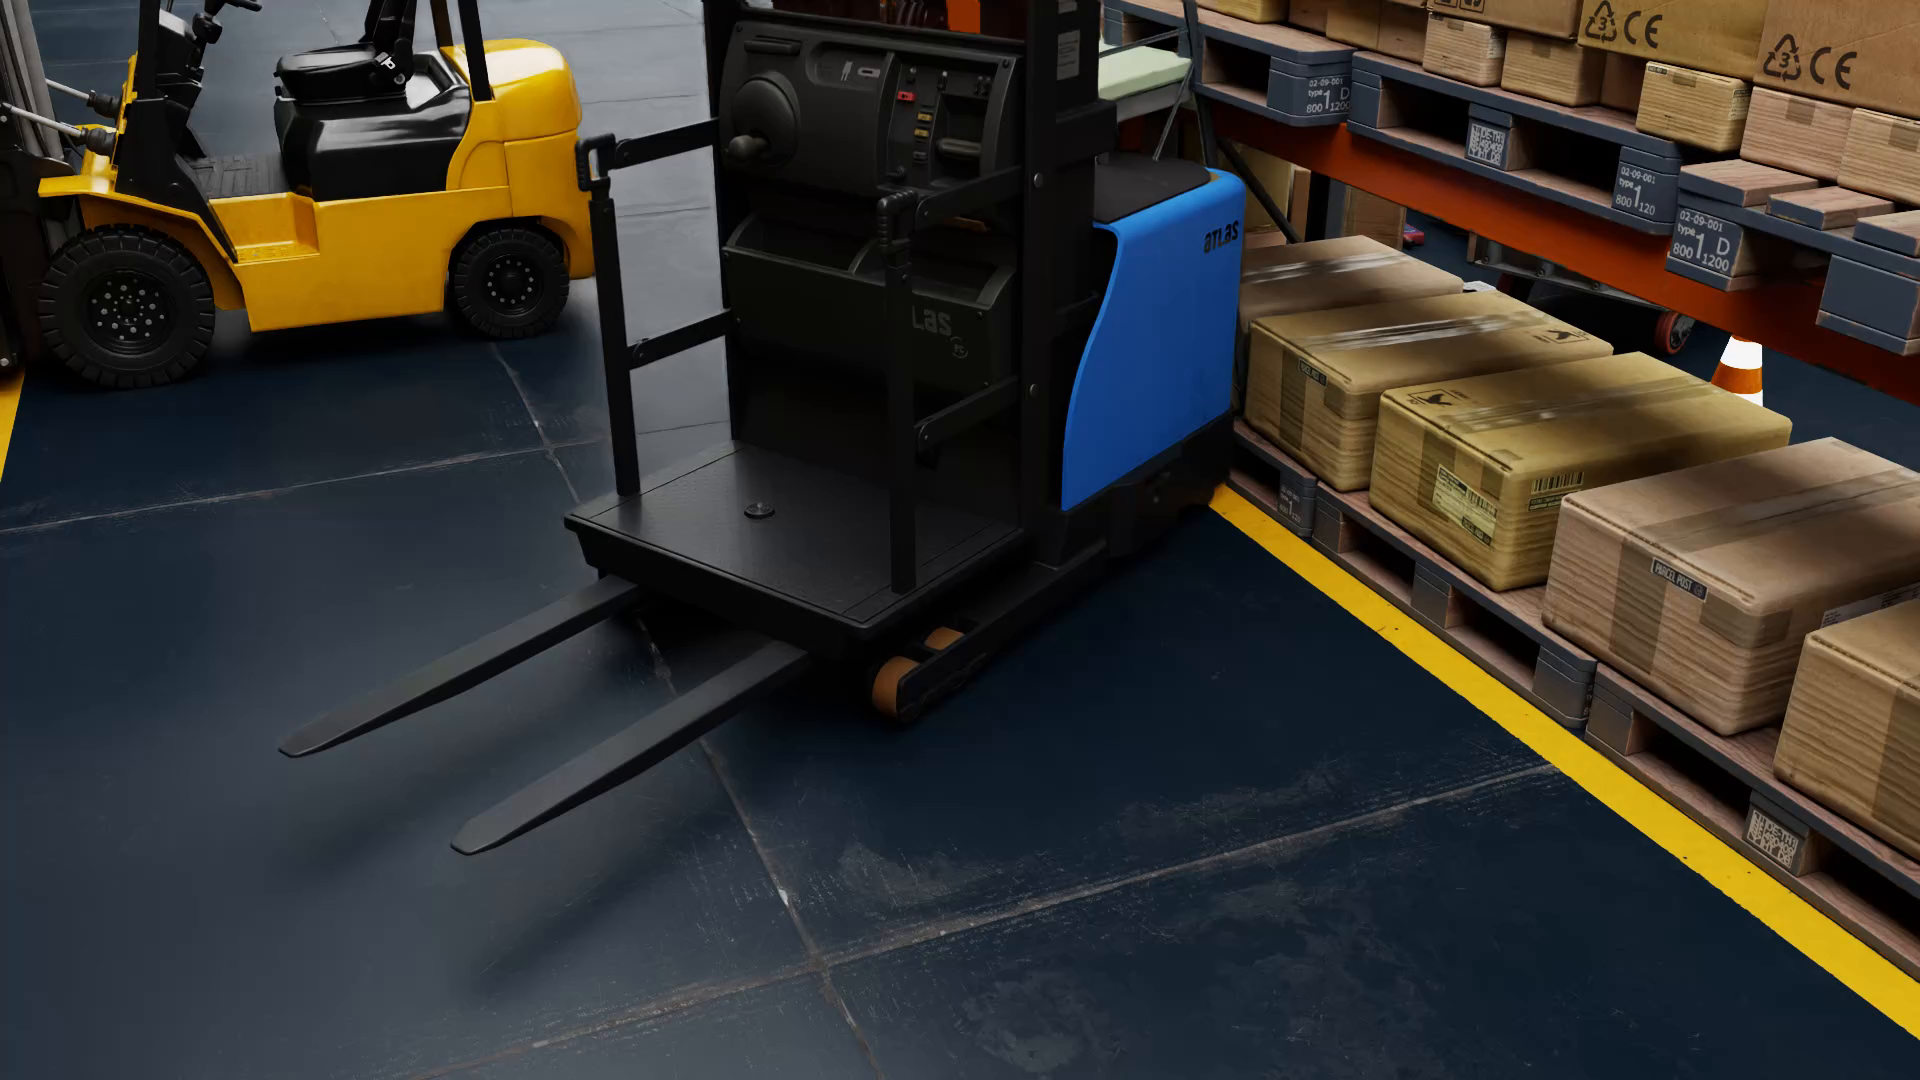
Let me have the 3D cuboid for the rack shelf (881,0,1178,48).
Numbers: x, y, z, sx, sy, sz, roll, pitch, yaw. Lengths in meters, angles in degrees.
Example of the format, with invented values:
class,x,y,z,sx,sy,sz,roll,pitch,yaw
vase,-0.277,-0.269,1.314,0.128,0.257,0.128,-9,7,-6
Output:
class,x,y,z,sx,sy,sz,roll,pitch,yaw
rack shelf,0.218,-2.477,7.724,1.077,0.370,4.000,-11,28,-21

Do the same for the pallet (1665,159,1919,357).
class,x,y,z,sx,sy,sz,roll,pitch,yaw
pallet,2.191,-0.561,3.199,1.213,0.211,1.003,-11,28,-21

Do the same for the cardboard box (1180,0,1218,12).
class,x,y,z,sx,sy,sz,roll,pitch,yaw
cardboard box,0.927,-1.791,5.308,0.380,0.149,0.250,-10,28,-20

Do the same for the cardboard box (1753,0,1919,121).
class,x,y,z,sx,sy,sz,roll,pitch,yaw
cardboard box,1.922,-1.088,3.128,0.500,0.500,0.500,-11,28,-21

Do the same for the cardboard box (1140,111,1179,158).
class,x,y,z,sx,sy,sz,roll,pitch,yaw
cardboard box,0.523,-1.476,6.654,0.500,0.500,0.500,-11,28,-21

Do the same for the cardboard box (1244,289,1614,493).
class,x,y,z,sx,sy,sz,roll,pitch,yaw
cardboard box,1.494,-0.500,5.371,0.950,0.372,0.625,-9,27,-17

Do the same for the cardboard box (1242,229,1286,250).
class,x,y,z,sx,sy,sz,roll,pitch,yaw
cardboard box,1.019,-1.231,7.007,0.500,0.250,0.500,-12,28,-23

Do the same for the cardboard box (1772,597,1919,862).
class,x,y,z,sx,sy,sz,roll,pitch,yaw
cardboard box,2.356,0.384,3.561,0.950,0.372,0.625,-13,29,-24

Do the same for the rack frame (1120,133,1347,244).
class,x,y,z,sx,sy,sz,roll,pitch,yaw
rack frame,1.001,-1.993,5.913,1.000,3.000,0.127,-11,28,-21

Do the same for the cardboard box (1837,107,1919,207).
class,x,y,z,sx,sy,sz,roll,pitch,yaw
cardboard box,1.912,-0.736,3.145,0.380,0.149,0.250,-11,28,-21

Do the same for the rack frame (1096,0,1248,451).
class,x,y,z,sx,sy,sz,roll,pitch,yaw
rack frame,0.671,-0.926,5.277,0.400,1.500,0.023,-20,27,-14

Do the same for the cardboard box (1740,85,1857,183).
class,x,y,z,sx,sy,sz,roll,pitch,yaw
cardboard box,1.820,-0.839,3.356,0.380,0.149,0.250,-12,28,-23

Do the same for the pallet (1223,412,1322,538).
class,x,y,z,sx,sy,sz,roll,pitch,yaw
pallet,1.308,-0.426,5.881,1.003,0.211,1.213,-11,28,-21

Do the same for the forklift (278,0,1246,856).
class,x,y,z,sx,sy,sz,roll,pitch,yaw
forklift,-0.382,-1.091,4.144,1.130,2.935,3.031,18,31,32

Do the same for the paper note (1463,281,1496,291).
class,x,y,z,sx,sy,sz,roll,pitch,yaw
paper note,2.364,-1.166,7.603,0.148,0.019,0.142,-11,28,-21

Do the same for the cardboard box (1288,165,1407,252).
class,x,y,z,sx,sy,sz,roll,pitch,yaw
cardboard box,1.834,-1.537,7.825,0.500,0.500,0.500,8,27,15

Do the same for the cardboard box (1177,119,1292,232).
class,x,y,z,sx,sy,sz,roll,pitch,yaw
cardboard box,1.019,-1.568,6.842,0.500,0.500,0.500,-9,27,-18

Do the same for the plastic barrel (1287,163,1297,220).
class,x,y,z,sx,sy,sz,roll,pitch,yaw
plastic barrel,1.637,-1.876,8.610,0.512,0.421,0.421,8,27,15

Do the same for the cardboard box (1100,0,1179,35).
class,x,y,z,sx,sy,sz,roll,pitch,yaw
cardboard box,0.595,-1.957,6.126,0.380,0.149,0.250,-11,28,-21

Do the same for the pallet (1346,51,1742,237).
class,x,y,z,sx,sy,sz,roll,pitch,yaw
pallet,1.755,-1.084,4.270,1.003,0.211,1.213,-11,28,-21

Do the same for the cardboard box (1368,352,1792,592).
class,x,y,z,sx,sy,sz,roll,pitch,yaw
cardboard box,1.768,-0.219,4.797,0.950,0.372,0.625,-10,28,-19

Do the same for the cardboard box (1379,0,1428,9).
class,x,y,z,sx,sy,sz,roll,pitch,yaw
cardboard box,1.299,-1.718,4.417,0.500,0.500,0.500,-11,28,-21

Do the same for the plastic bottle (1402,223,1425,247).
class,x,y,z,sx,sy,sz,roll,pitch,yaw
plastic bottle,2.222,-1.516,8.284,0.133,0.061,0.283,-6,27,-12

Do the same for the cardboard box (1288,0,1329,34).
class,x,y,z,sx,sy,sz,roll,pitch,yaw
cardboard box,1.198,-1.588,4.891,0.380,0.149,0.250,-9,27,-17

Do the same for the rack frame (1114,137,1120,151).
class,x,y,z,sx,sy,sz,roll,pitch,yaw
rack frame,0.412,-1.182,5.912,0.400,1.500,0.023,-20,27,-14

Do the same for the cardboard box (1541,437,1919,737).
class,x,y,z,sx,sy,sz,roll,pitch,yaw
cardboard box,2.059,0.088,4.168,0.950,0.372,0.625,-11,28,-22

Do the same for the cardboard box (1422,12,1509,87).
class,x,y,z,sx,sy,sz,roll,pitch,yaw
cardboard box,1.412,-1.260,4.220,0.380,0.149,0.250,-9,28,-19

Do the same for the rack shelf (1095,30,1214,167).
class,x,y,z,sx,sy,sz,roll,pitch,yaw
rack shelf,0.462,-1.396,5.425,0.431,0.370,0.720,-20,27,-14

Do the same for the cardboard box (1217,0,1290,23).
class,x,y,z,sx,sy,sz,roll,pitch,yaw
cardboard box,1.017,-1.689,5.098,0.380,0.149,0.250,-10,28,-20

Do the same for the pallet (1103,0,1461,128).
class,x,y,z,sx,sy,sz,roll,pitch,yaw
pallet,1.167,-1.573,5.272,1.003,0.211,1.213,-11,28,-21

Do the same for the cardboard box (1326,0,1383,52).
class,x,y,z,sx,sy,sz,roll,pitch,yaw
cardboard box,1.260,-1.477,4.663,0.380,0.149,0.250,-10,28,-20

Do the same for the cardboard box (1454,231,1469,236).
class,x,y,z,sx,sy,sz,roll,pitch,yaw
cardboard box,2.826,-1.897,8.406,0.797,0.637,0.503,-11,28,-21

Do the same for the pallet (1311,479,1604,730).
class,x,y,z,sx,sy,sz,roll,pitch,yaw
pallet,1.789,0.068,4.871,1.003,0.211,1.213,-11,28,-21

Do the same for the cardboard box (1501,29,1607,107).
class,x,y,z,sx,sy,sz,roll,pitch,yaw
cardboard box,1.543,-1.158,4.010,0.380,0.149,0.250,-12,28,-22

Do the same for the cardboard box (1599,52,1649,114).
class,x,y,z,sx,sy,sz,roll,pitch,yaw
cardboard box,1.717,-1.070,3.831,0.380,0.149,0.250,-10,28,-20

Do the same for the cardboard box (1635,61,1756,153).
class,x,y,z,sx,sy,sz,roll,pitch,yaw
cardboard box,1.700,-0.947,3.579,0.380,0.149,0.250,-10,28,-20

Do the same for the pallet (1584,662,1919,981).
class,x,y,z,sx,sy,sz,roll,pitch,yaw
pallet,2.263,0.559,3.864,1.003,0.211,1.213,-11,28,-21

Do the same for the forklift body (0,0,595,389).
class,x,y,z,sx,sy,sz,roll,pitch,yaw
forklift body,-2.710,-1.920,6.731,2.313,2.155,1.214,-11,28,-21

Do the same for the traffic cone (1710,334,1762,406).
class,x,y,z,sx,sy,sz,roll,pitch,yaw
traffic cone,2.775,-0.593,5.937,0.336,0.463,0.334,-11,28,-21

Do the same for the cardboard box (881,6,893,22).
class,x,y,z,sx,sy,sz,roll,pitch,yaw
cardboard box,-0.494,-2.515,8.783,0.500,0.500,0.500,-12,28,-22

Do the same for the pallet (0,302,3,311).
class,x,y,z,sx,sy,sz,roll,pitch,yaw
pallet,-4.319,-0.707,6.457,1.003,0.211,1.213,-11,28,-21

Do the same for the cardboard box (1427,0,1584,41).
class,x,y,z,sx,sy,sz,roll,pitch,yaw
cardboard box,1.510,-1.512,3.996,0.500,0.500,0.500,-12,28,-23

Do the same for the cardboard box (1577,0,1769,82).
class,x,y,z,sx,sy,sz,roll,pitch,yaw
cardboard box,1.723,-1.291,3.545,0.500,0.500,0.500,-13,29,-24

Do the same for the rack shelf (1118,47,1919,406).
class,x,y,z,sx,sy,sz,roll,pitch,yaw
rack shelf,1.785,-0.862,4.417,1.077,0.370,4.000,-11,28,-21

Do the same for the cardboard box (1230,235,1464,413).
class,x,y,z,sx,sy,sz,roll,pitch,yaw
cardboard box,1.209,-0.789,5.964,0.950,0.372,0.625,-10,28,-20

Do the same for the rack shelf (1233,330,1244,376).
class,x,y,z,sx,sy,sz,roll,pitch,yaw
rack shelf,0.608,-0.768,5.737,0.431,0.370,0.720,-20,27,-14

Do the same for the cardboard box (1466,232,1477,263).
class,x,y,z,sx,sy,sz,roll,pitch,yaw
cardboard box,2.657,-1.462,7.942,0.396,0.266,0.258,13,29,24

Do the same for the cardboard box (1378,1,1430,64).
class,x,y,z,sx,sy,sz,roll,pitch,yaw
cardboard box,1.356,-1.376,4.458,0.380,0.149,0.250,-10,28,-20

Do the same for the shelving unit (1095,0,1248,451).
class,x,y,z,sx,sy,sz,roll,pitch,yaw
shelving unit,0.541,-1.054,5.595,0.431,1.500,0.755,-20,27,-14

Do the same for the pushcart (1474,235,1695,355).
class,x,y,z,sx,sy,sz,roll,pitch,yaw
pushcart,3.080,-1.226,7.332,1.648,0.377,0.936,-22,34,-38
